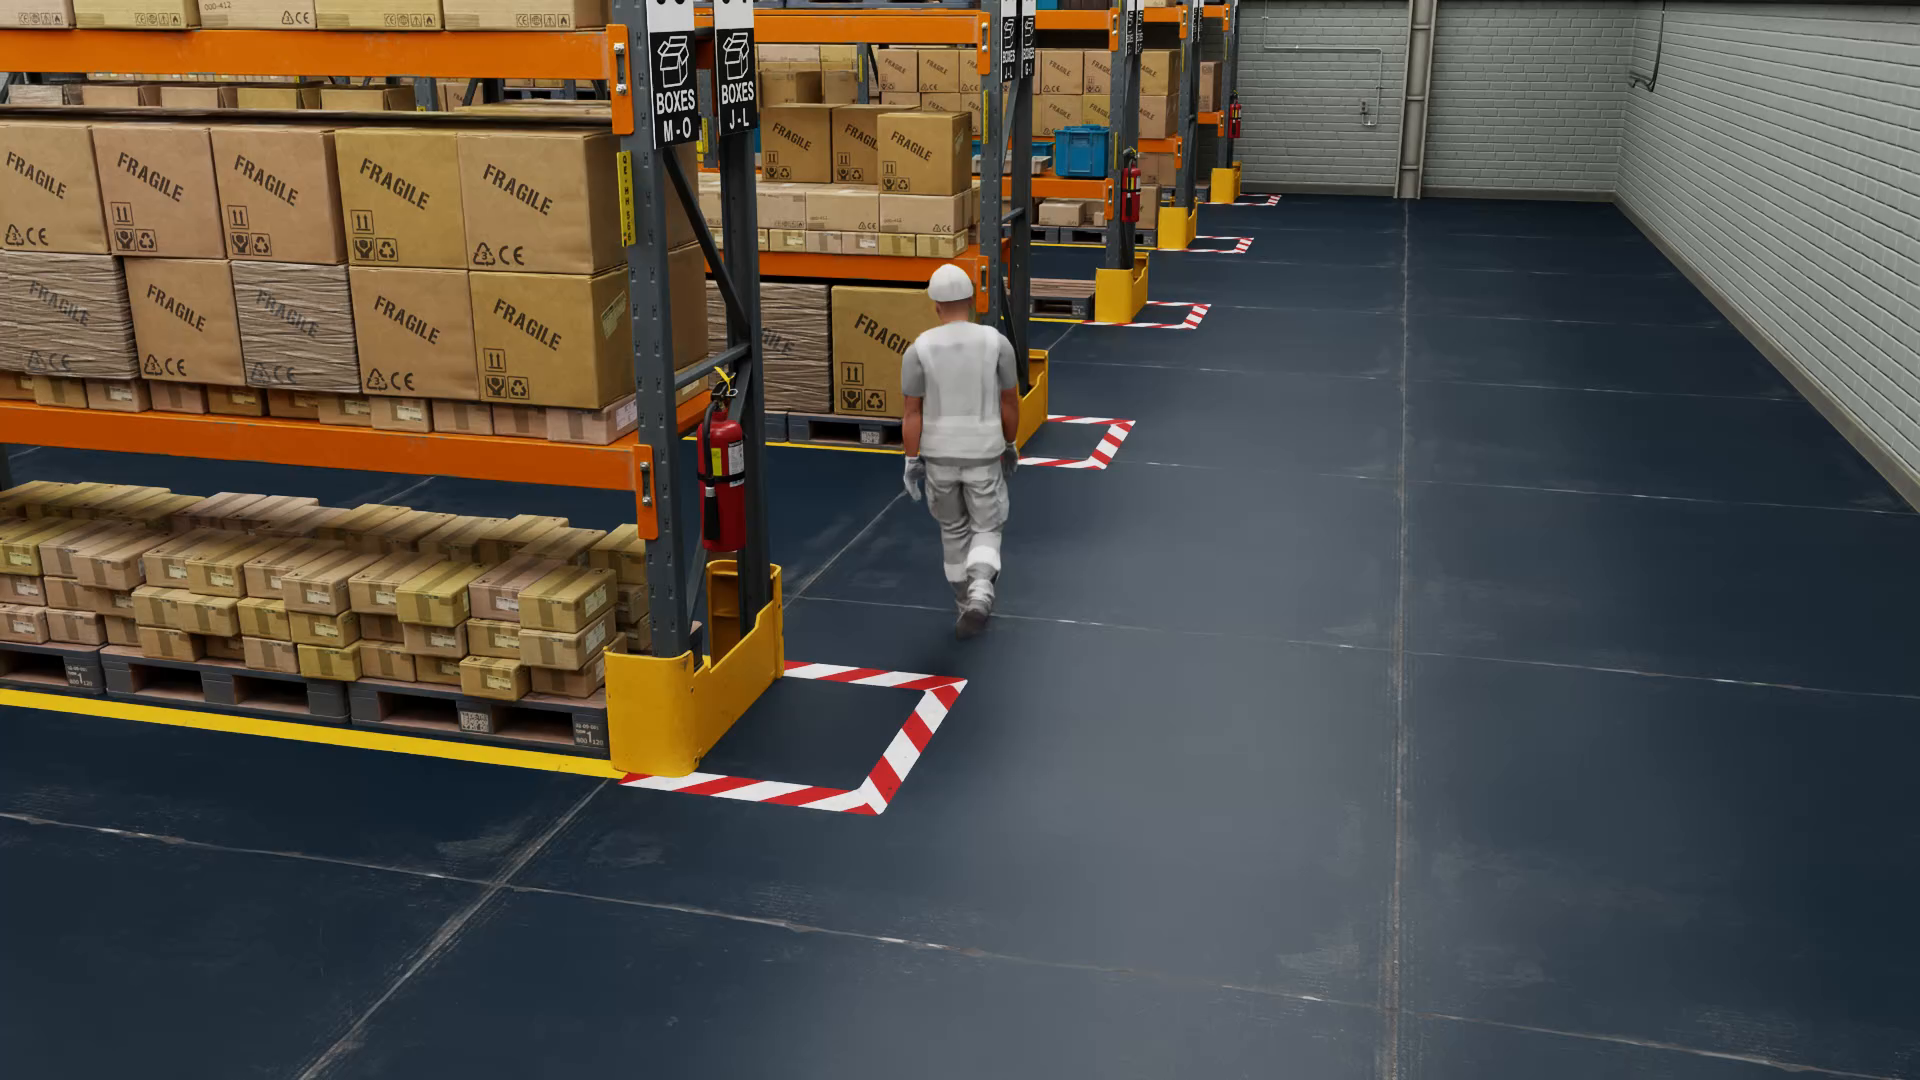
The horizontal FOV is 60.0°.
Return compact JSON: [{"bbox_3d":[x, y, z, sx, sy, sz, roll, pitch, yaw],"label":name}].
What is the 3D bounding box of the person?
[{"bbox_3d":[0.001,-0.368,7.653,0.541,1.771,0.833,1,18,3],"label":"person"}]
